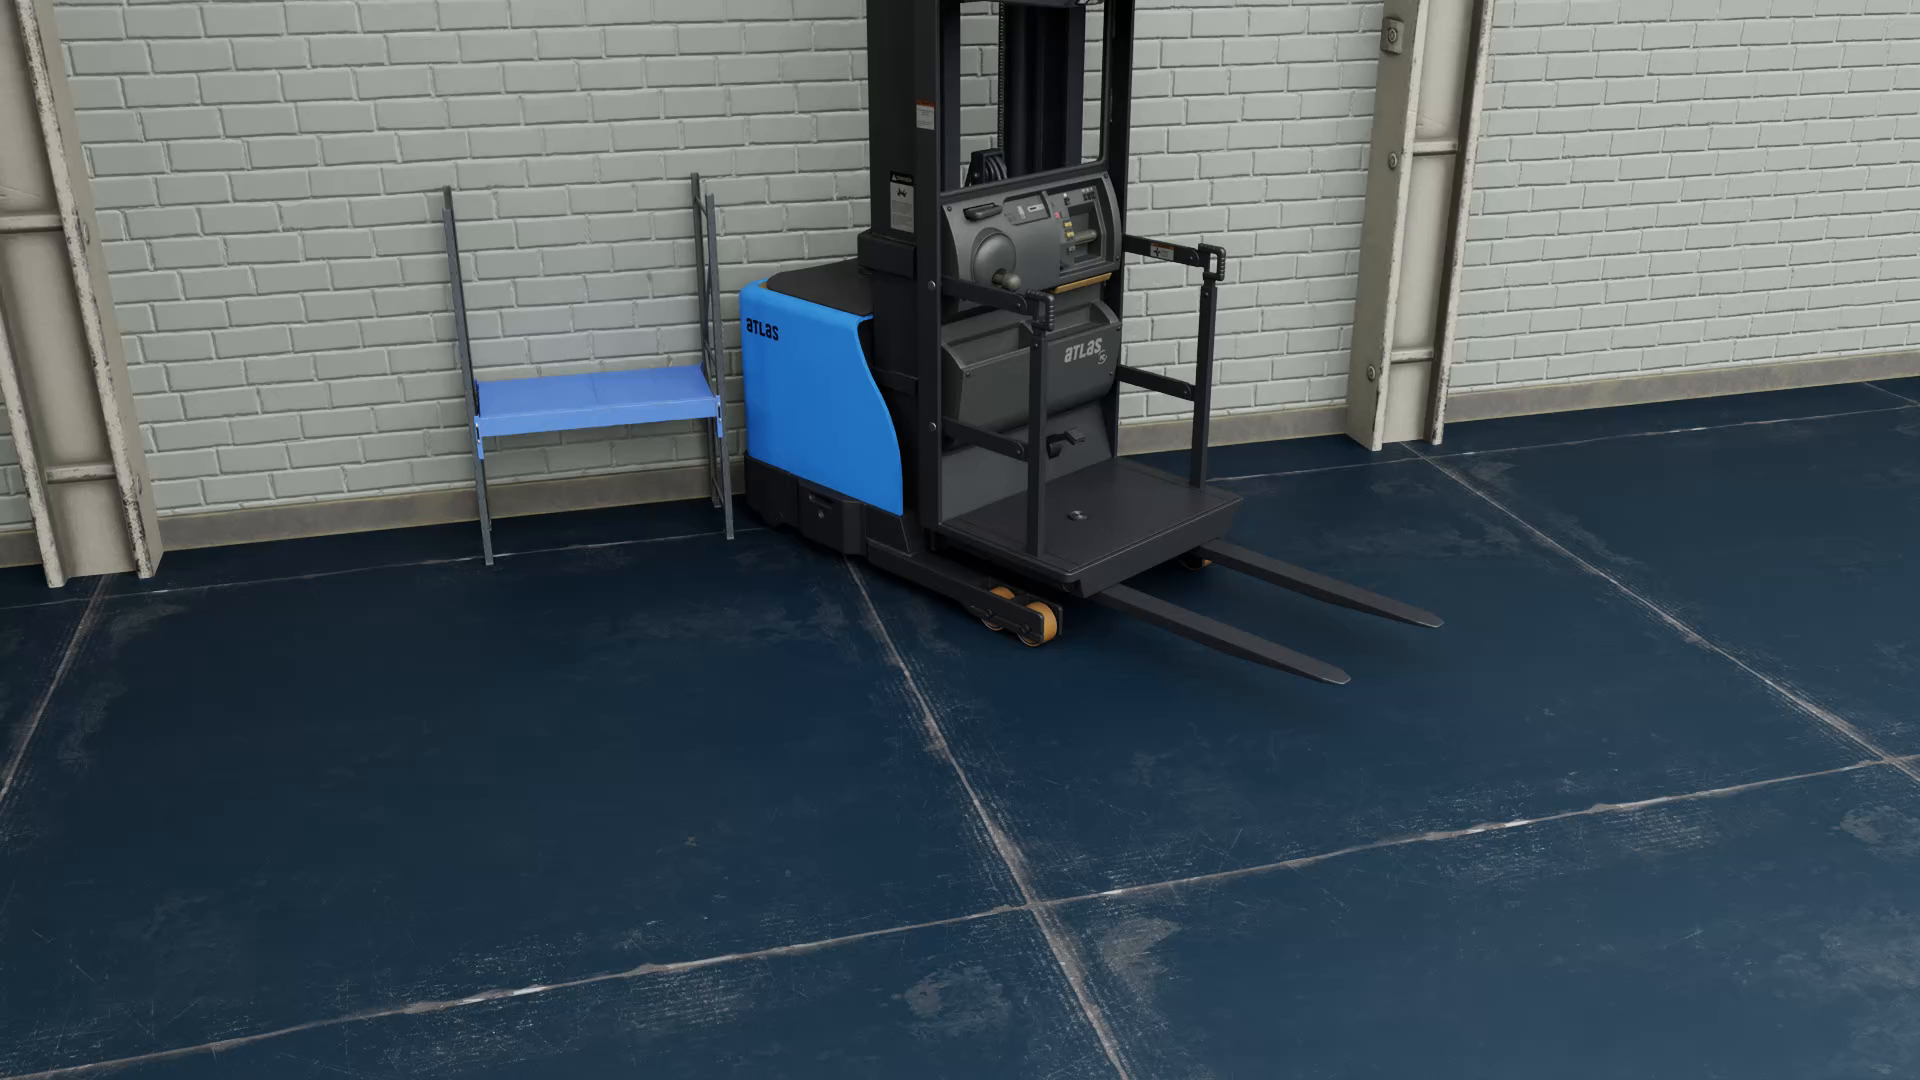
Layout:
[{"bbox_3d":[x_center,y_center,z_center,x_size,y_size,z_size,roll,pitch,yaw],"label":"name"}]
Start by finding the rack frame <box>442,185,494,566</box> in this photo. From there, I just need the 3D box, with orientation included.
[{"bbox_3d":[-2.047,-0.676,6.924,0.032,1.500,0.500,-6,24,-14],"label":"rack frame"}]

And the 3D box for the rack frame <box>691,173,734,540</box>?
[{"bbox_3d":[-1.068,-0.785,7.177,0.032,1.500,0.500,-6,24,-14],"label":"rack frame"}]

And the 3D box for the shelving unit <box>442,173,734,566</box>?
[{"bbox_3d":[-1.557,-0.730,7.050,1.048,1.500,0.538,-6,24,-14],"label":"shelving unit"}]

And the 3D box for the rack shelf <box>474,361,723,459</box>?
[{"bbox_3d":[-1.557,-0.565,7.121,1.000,0.185,0.538,-6,24,-14],"label":"rack shelf"}]

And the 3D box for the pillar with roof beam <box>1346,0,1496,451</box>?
[{"bbox_3d":[3.363,-3.024,2.886,0.400,9.000,9.100,-6,24,-14],"label":"pillar with roof beam"}]

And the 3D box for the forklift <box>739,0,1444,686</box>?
[{"bbox_3d":[0.441,-1.174,6.268,3.031,2.935,1.130,21,31,40],"label":"forklift"}]

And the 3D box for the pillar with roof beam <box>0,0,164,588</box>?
[{"bbox_3d":[-2.414,-2.385,1.396,0.400,9.000,9.100,-6,24,-14],"label":"pillar with roof beam"}]
